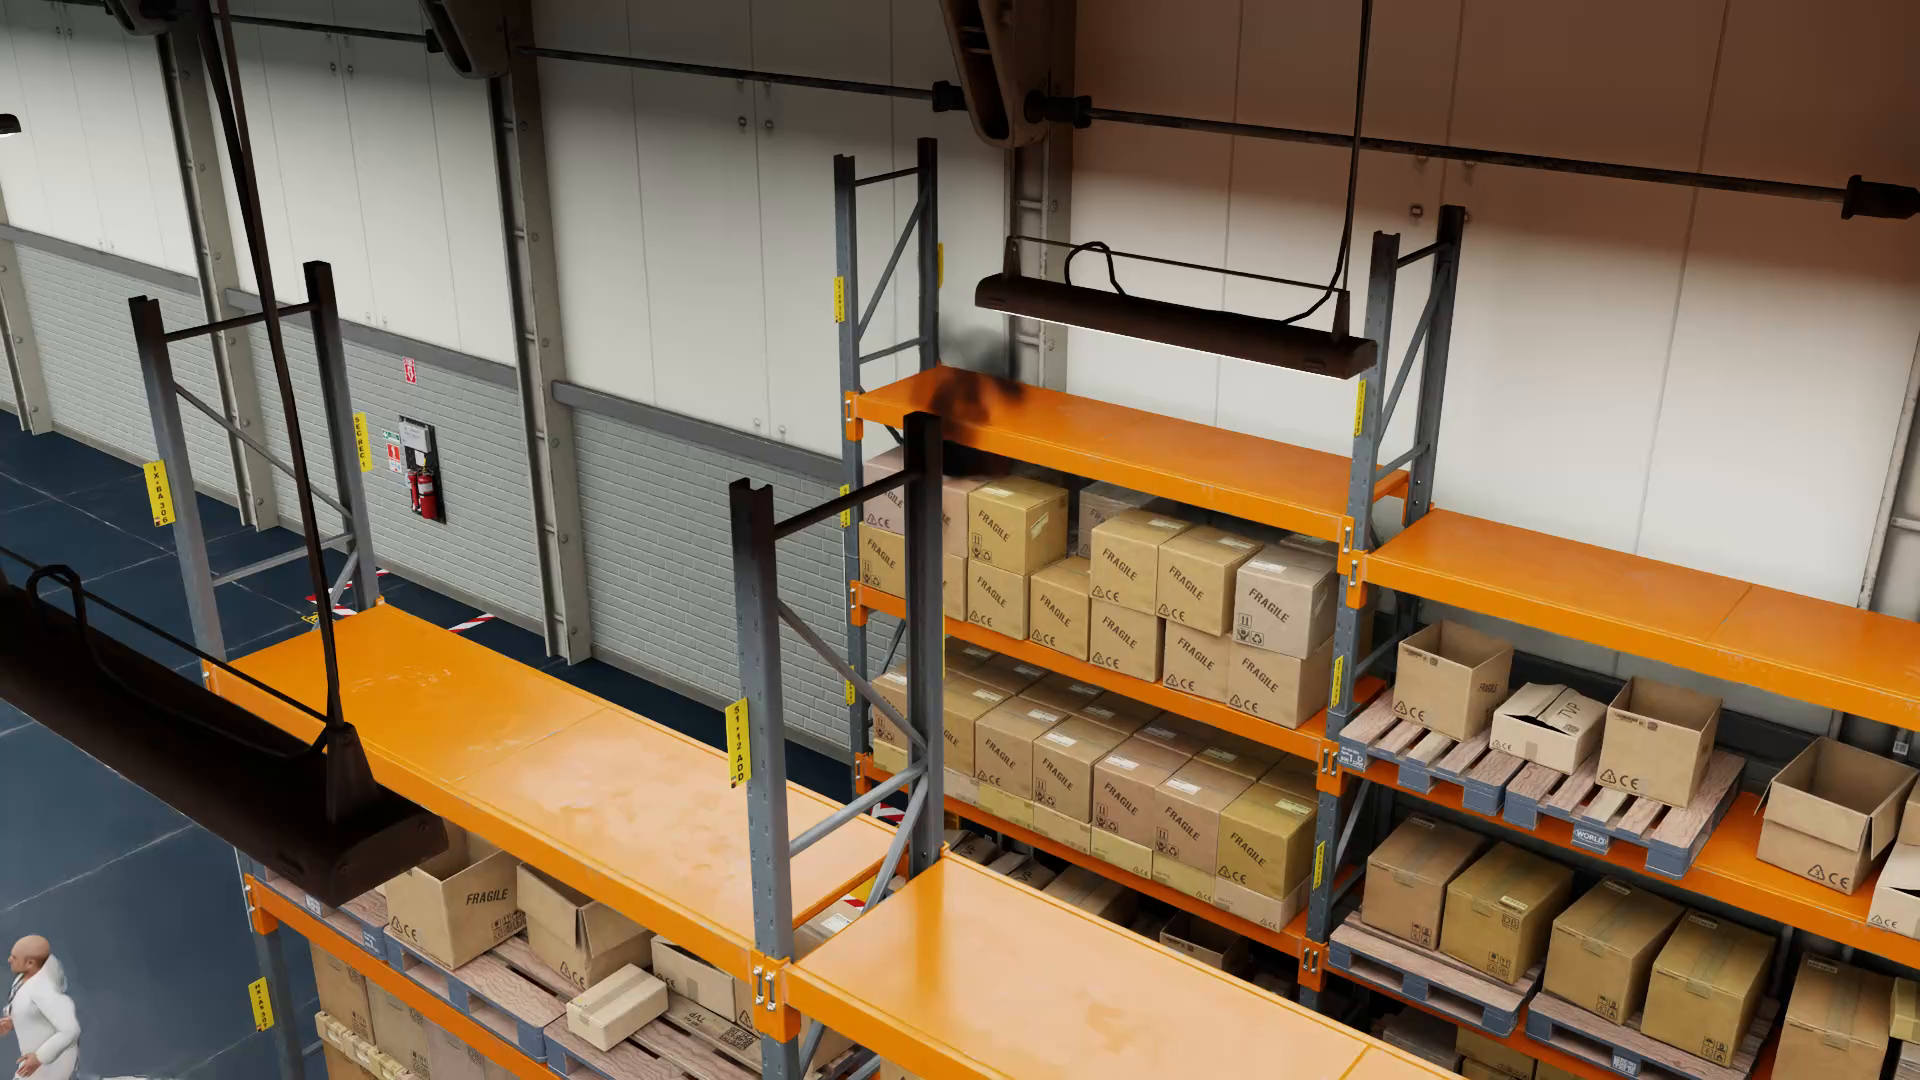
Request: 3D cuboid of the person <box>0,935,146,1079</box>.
[{"bbox_3d":[-5.737,3.260,10.591,0.860,1.752,0.723,-11,25,-24],"label":"person"}]
